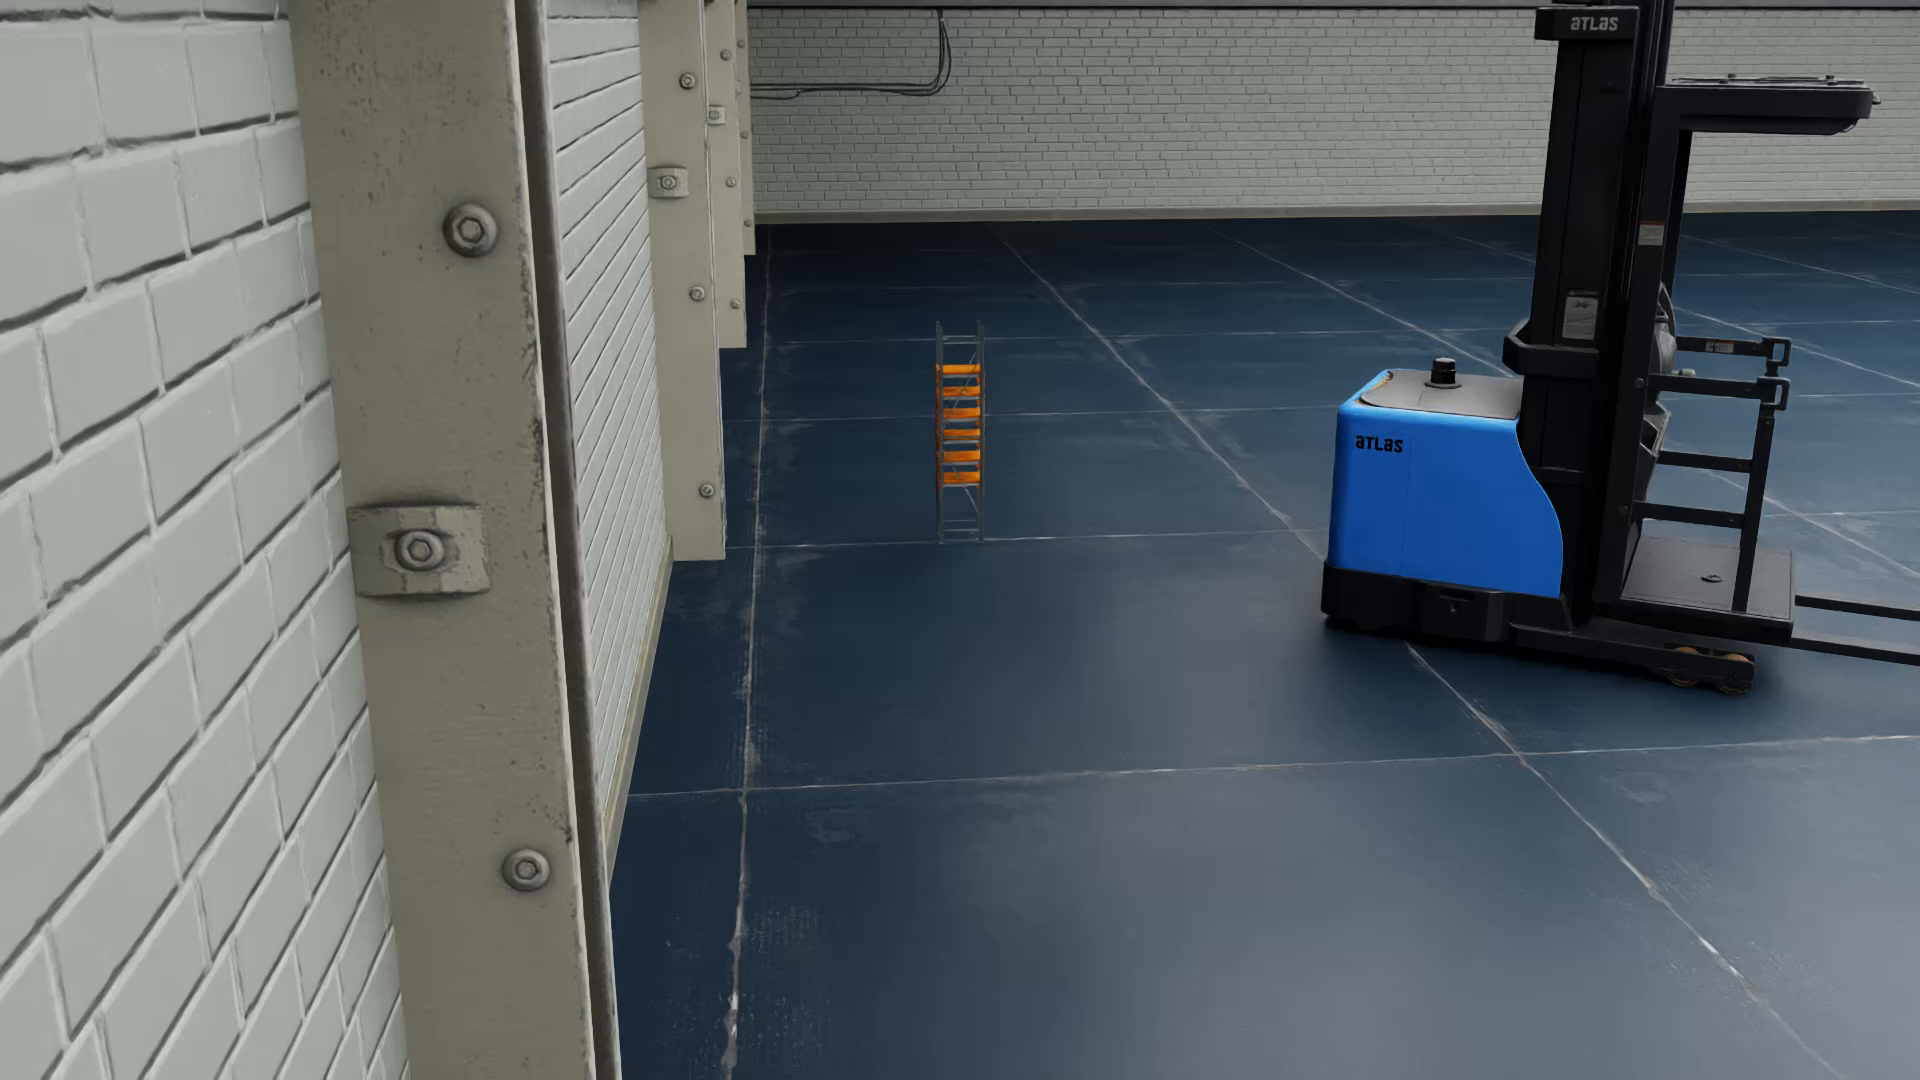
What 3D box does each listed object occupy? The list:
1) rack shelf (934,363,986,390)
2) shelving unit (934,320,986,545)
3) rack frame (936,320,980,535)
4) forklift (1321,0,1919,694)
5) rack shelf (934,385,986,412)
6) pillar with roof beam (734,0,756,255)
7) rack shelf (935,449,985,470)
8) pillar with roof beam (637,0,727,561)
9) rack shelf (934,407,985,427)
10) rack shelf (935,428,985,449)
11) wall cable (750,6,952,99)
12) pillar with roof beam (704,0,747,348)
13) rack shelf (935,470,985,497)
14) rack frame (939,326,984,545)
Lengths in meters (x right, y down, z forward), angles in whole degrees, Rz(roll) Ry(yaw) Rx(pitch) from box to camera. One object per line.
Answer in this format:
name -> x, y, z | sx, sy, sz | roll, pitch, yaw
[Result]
rack shelf -> -0.002, -0.878, 8.917 | 0.258, 0.103, 0.180 | -2, 18, -6
shelving unit -> -0.002, -0.577, 9.011 | 0.258, 1.200, 0.189 | -2, 18, -6
rack frame -> -0.011, -0.604, 9.098 | 0.240, 1.200, 0.006 | -2, 18, -6
forklift -> 3.267, -0.924, 7.227 | 3.031, 2.935, 1.130 | 8, 19, 25
rack shelf -> -0.002, -0.763, 8.953 | 0.258, 0.103, 0.180 | -2, 18, -6
pillar with roof beam -> 1.619, -7.953, 19.487 | 9.100, 9.000, 0.400 | -2, 18, -6
rack shelf -> -0.001, -0.420, 9.060 | 0.258, 0.103, 0.180 | -2, 18, -6
pillar with roof beam -> 2.857, -4.378, 8.099 | 9.100, 9.000, 0.400 | -2, 18, -6
rack shelf -> -0.002, -0.649, 8.988 | 0.258, 0.103, 0.180 | -2, 18, -6
rack shelf -> -0.002, -0.534, 9.024 | 0.258, 0.103, 0.180 | -2, 18, -6
wall cable -> -1.651, -7.258, 22.455 | 3.097, 2.526, 0.112 | -2, 18, -6
pillar with roof beam -> 2.238, -6.166, 13.793 | 9.100, 9.000, 0.400 | -2, 18, -6
rack shelf -> -0.001, -0.305, 9.096 | 0.258, 0.103, 0.180 | -2, 18, -6
rack frame -> 0.008, -0.549, 8.924 | 0.240, 1.200, 0.006 | -2, 18, -6
